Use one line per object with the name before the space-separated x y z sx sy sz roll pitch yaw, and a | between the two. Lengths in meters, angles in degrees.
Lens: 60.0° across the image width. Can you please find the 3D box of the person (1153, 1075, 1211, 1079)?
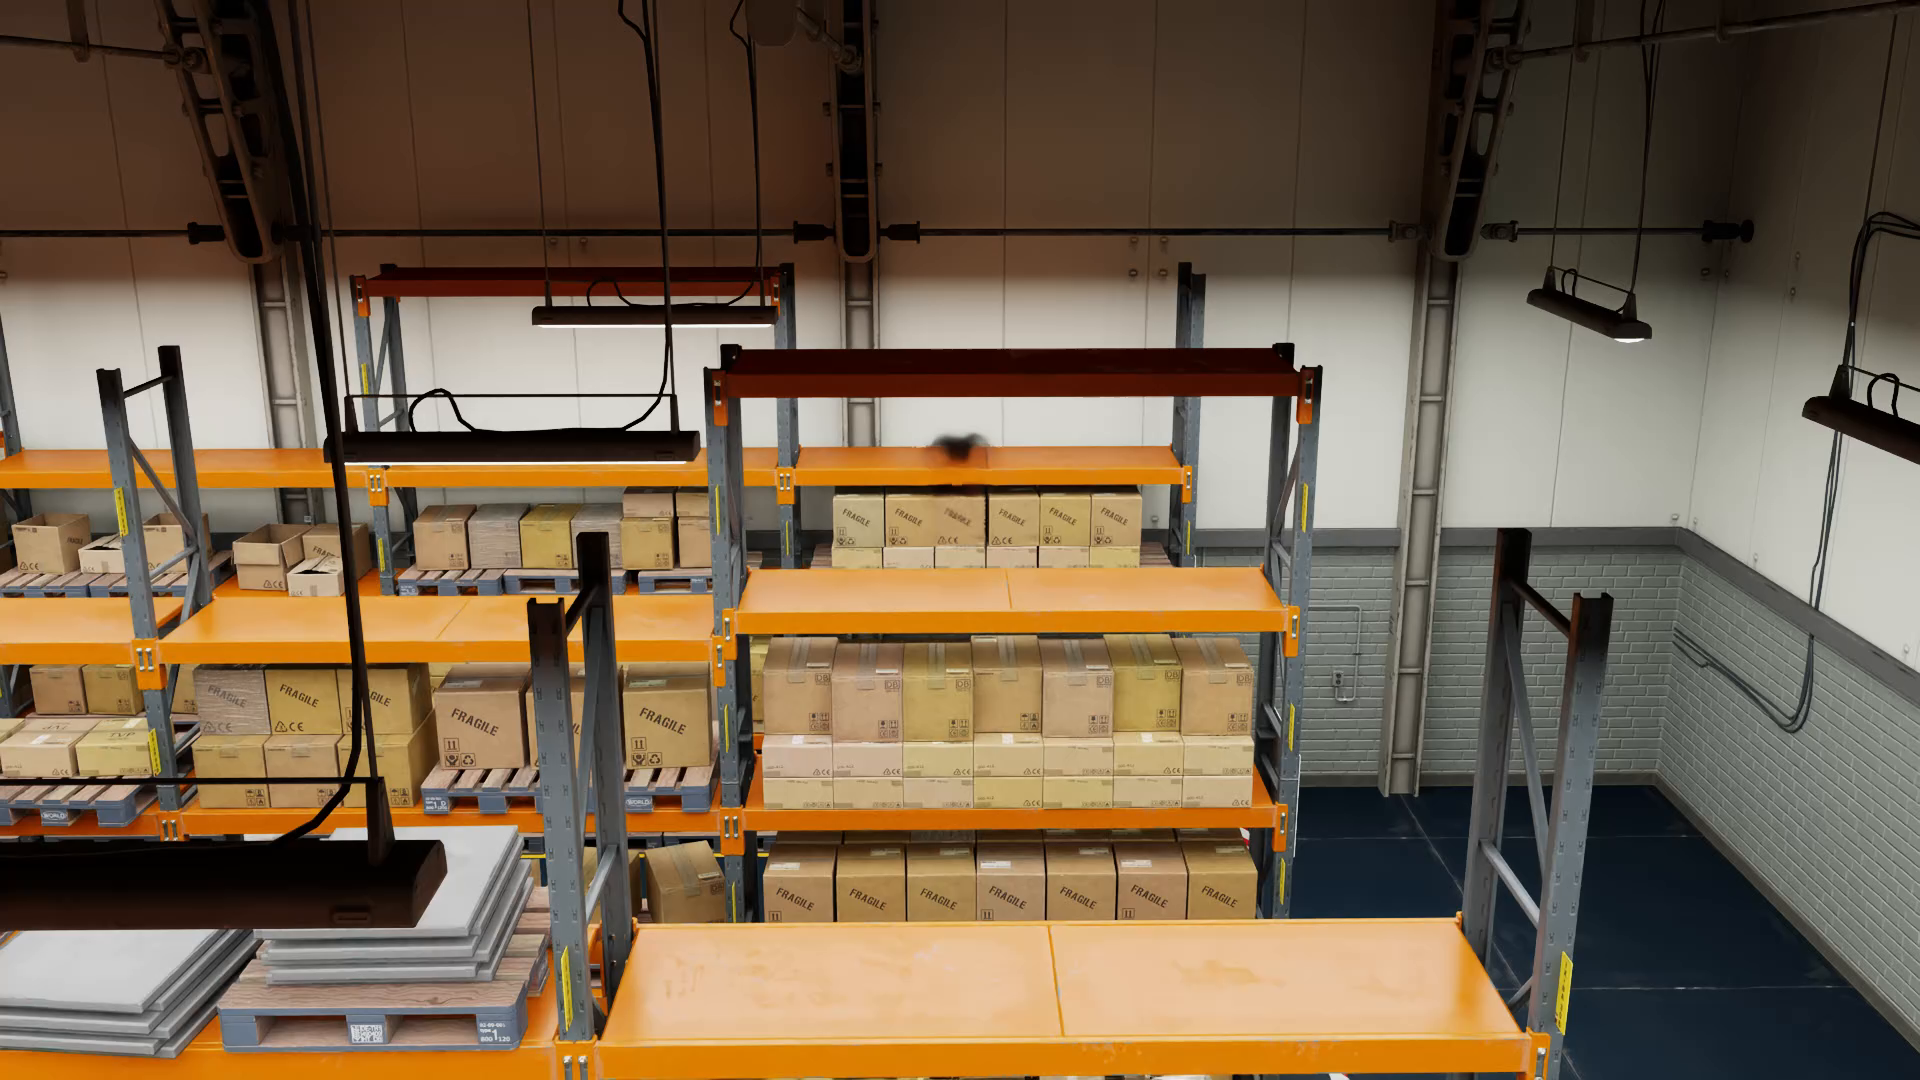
person | 1.423 4.070 11.310 0.877 1.656 0.496 0 16 0

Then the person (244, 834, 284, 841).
person | -6.205 3.044 14.786 0.611 1.711 0.381 -2 16 -8
